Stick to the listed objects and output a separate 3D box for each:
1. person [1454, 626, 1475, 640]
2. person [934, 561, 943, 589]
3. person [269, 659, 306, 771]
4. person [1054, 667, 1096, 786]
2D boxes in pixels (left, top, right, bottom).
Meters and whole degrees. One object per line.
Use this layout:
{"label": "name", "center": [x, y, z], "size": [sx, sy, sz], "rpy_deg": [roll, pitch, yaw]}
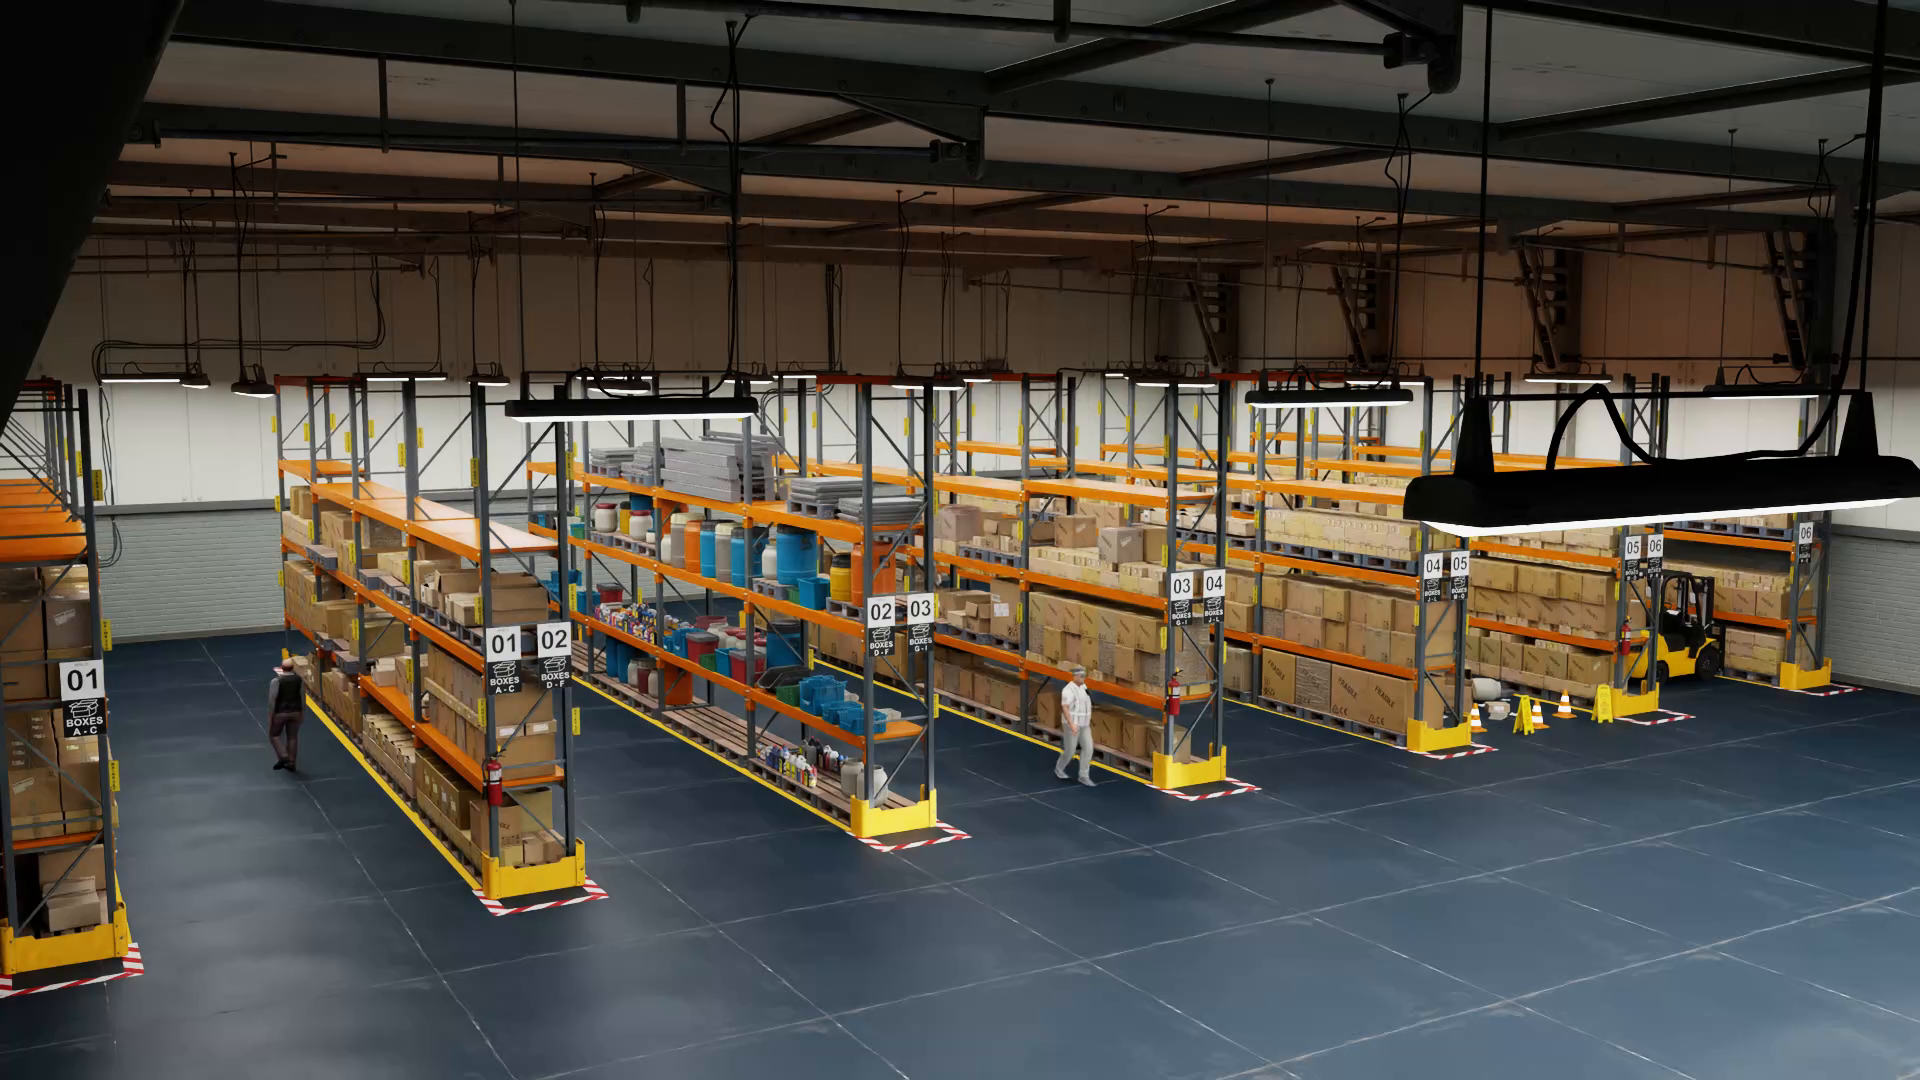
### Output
{"label": "person", "center": [11.420, 1.420, 37.444], "size": [0.526, 1.708, 0.474], "rpy_deg": [6, 9, 43]}
{"label": "person", "center": [-0.635, 1.279, 38.615], "size": [0.465, 1.628, 1.033], "rpy_deg": [-4, 7, -32]}
{"label": "person", "center": [-10.307, 2.680, 25.502], "size": [0.569, 1.718, 0.461], "rpy_deg": [-5, 8, -36]}
{"label": "person", "center": [1.754, 2.773, 24.861], "size": [0.761, 1.777, 0.623], "rpy_deg": [6, 8, 42]}
